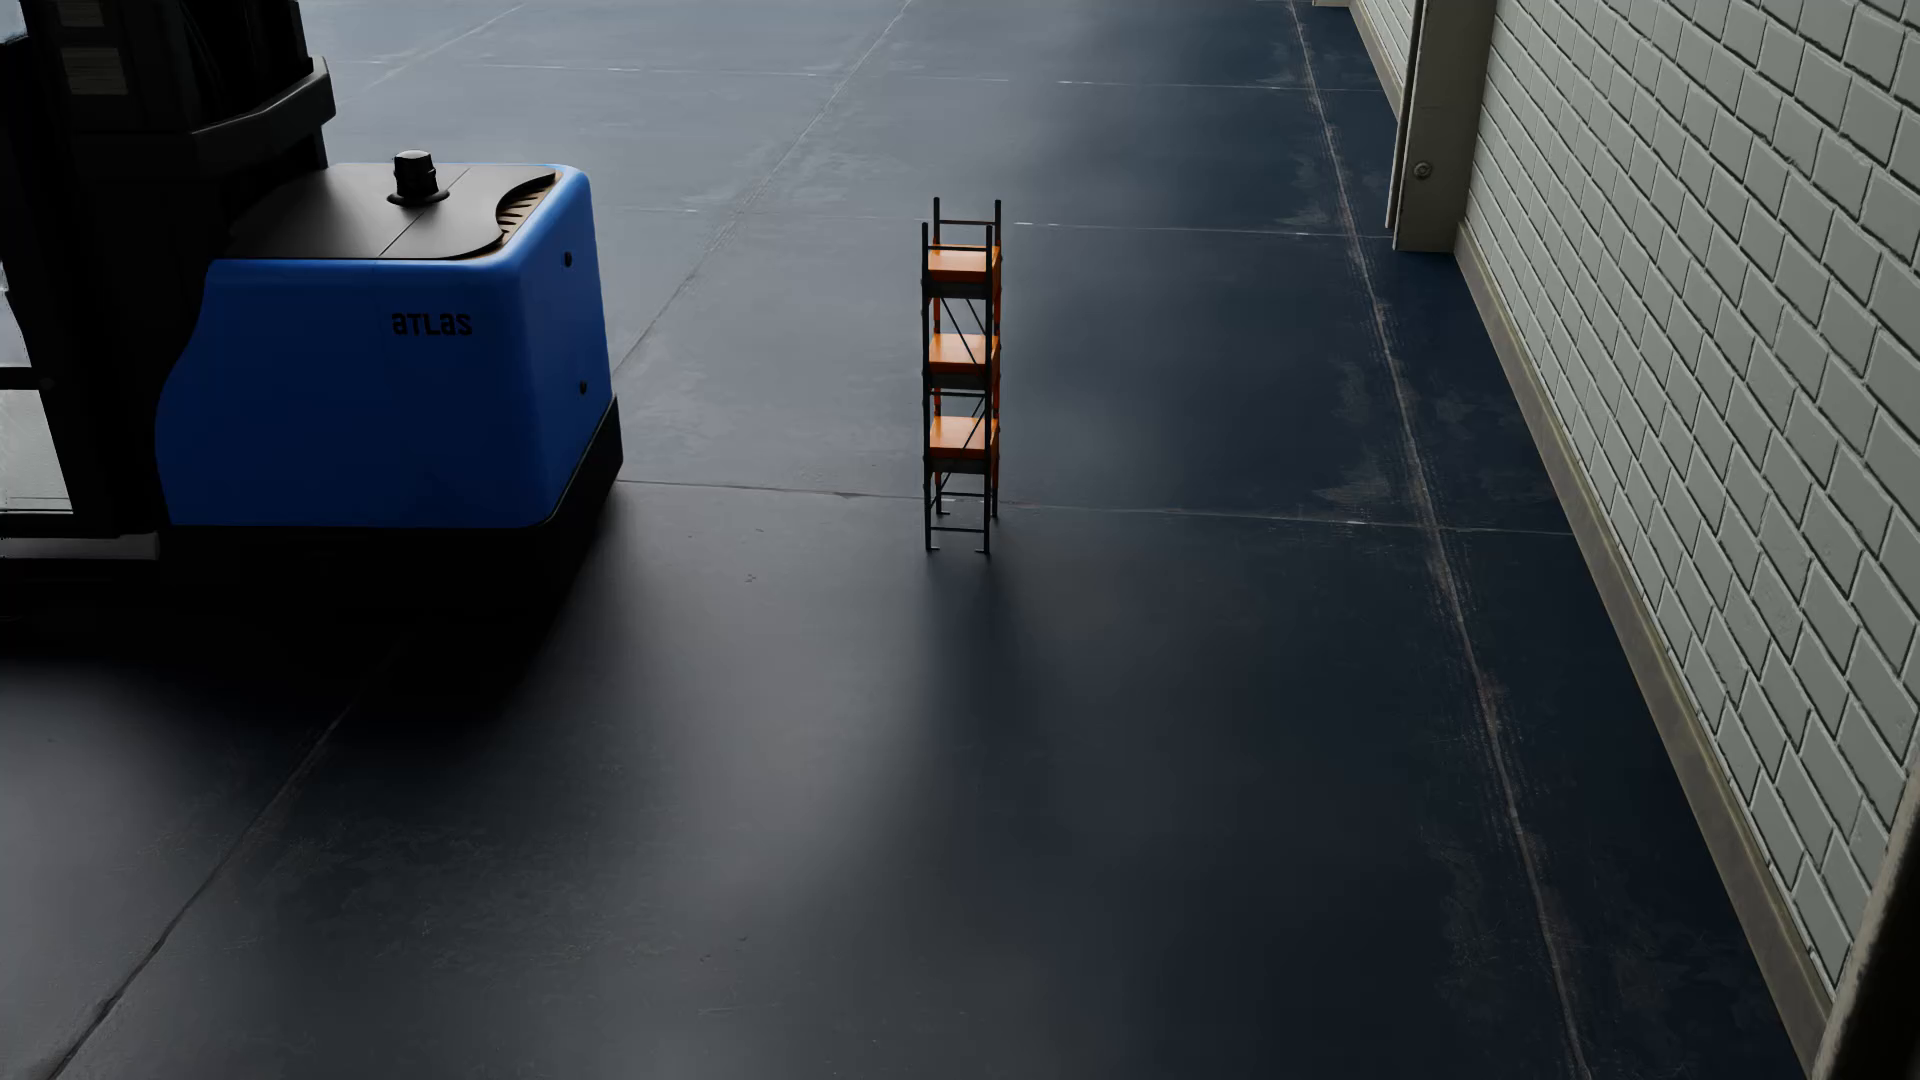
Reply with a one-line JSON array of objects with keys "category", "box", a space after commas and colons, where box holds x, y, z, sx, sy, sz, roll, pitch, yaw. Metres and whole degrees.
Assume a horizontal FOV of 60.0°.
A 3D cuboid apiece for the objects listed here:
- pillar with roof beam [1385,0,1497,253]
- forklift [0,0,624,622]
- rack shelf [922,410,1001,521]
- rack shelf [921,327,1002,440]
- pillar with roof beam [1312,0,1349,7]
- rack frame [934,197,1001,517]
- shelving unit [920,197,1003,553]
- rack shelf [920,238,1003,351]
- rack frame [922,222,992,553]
[{"category": "pillar with roof beam", "box": [-2.071, -5.648, 6.246, 9.100, 9.000, 0.400, 3, 28, 6]}, {"category": "forklift", "box": [-2.655, -1.305, 4.582, 3.031, 2.935, 1.130, 1, 28, 1]}, {"category": "rack shelf", "box": [0.007, -0.233, 5.185, 0.215, 0.259, 0.240, 3, 28, 6]}, {"category": "rack shelf", "box": [0.007, -0.478, 5.053, 0.215, 0.259, 0.240, 3, 28, 6]}, {"category": "pillar with roof beam", "box": [-1.335, -8.472, 11.488, 9.100, 9.000, 0.400, 3, 28, 6]}, {"category": "rack frame", "box": [0.021, -0.545, 5.154, 0.200, 1.050, 0.008, 3, 28, 6]}, {"category": "shelving unit", "box": [0.007, -0.487, 5.048, 0.215, 1.050, 0.252, 3, 28, 6]}, {"category": "rack shelf", "box": [0.006, -0.728, 4.918, 0.215, 0.259, 0.240, 3, 28, 6]}, {"category": "rack frame", "box": [-0.008, -0.430, 4.941, 0.200, 1.050, 0.008, 3, 28, 6]}]
